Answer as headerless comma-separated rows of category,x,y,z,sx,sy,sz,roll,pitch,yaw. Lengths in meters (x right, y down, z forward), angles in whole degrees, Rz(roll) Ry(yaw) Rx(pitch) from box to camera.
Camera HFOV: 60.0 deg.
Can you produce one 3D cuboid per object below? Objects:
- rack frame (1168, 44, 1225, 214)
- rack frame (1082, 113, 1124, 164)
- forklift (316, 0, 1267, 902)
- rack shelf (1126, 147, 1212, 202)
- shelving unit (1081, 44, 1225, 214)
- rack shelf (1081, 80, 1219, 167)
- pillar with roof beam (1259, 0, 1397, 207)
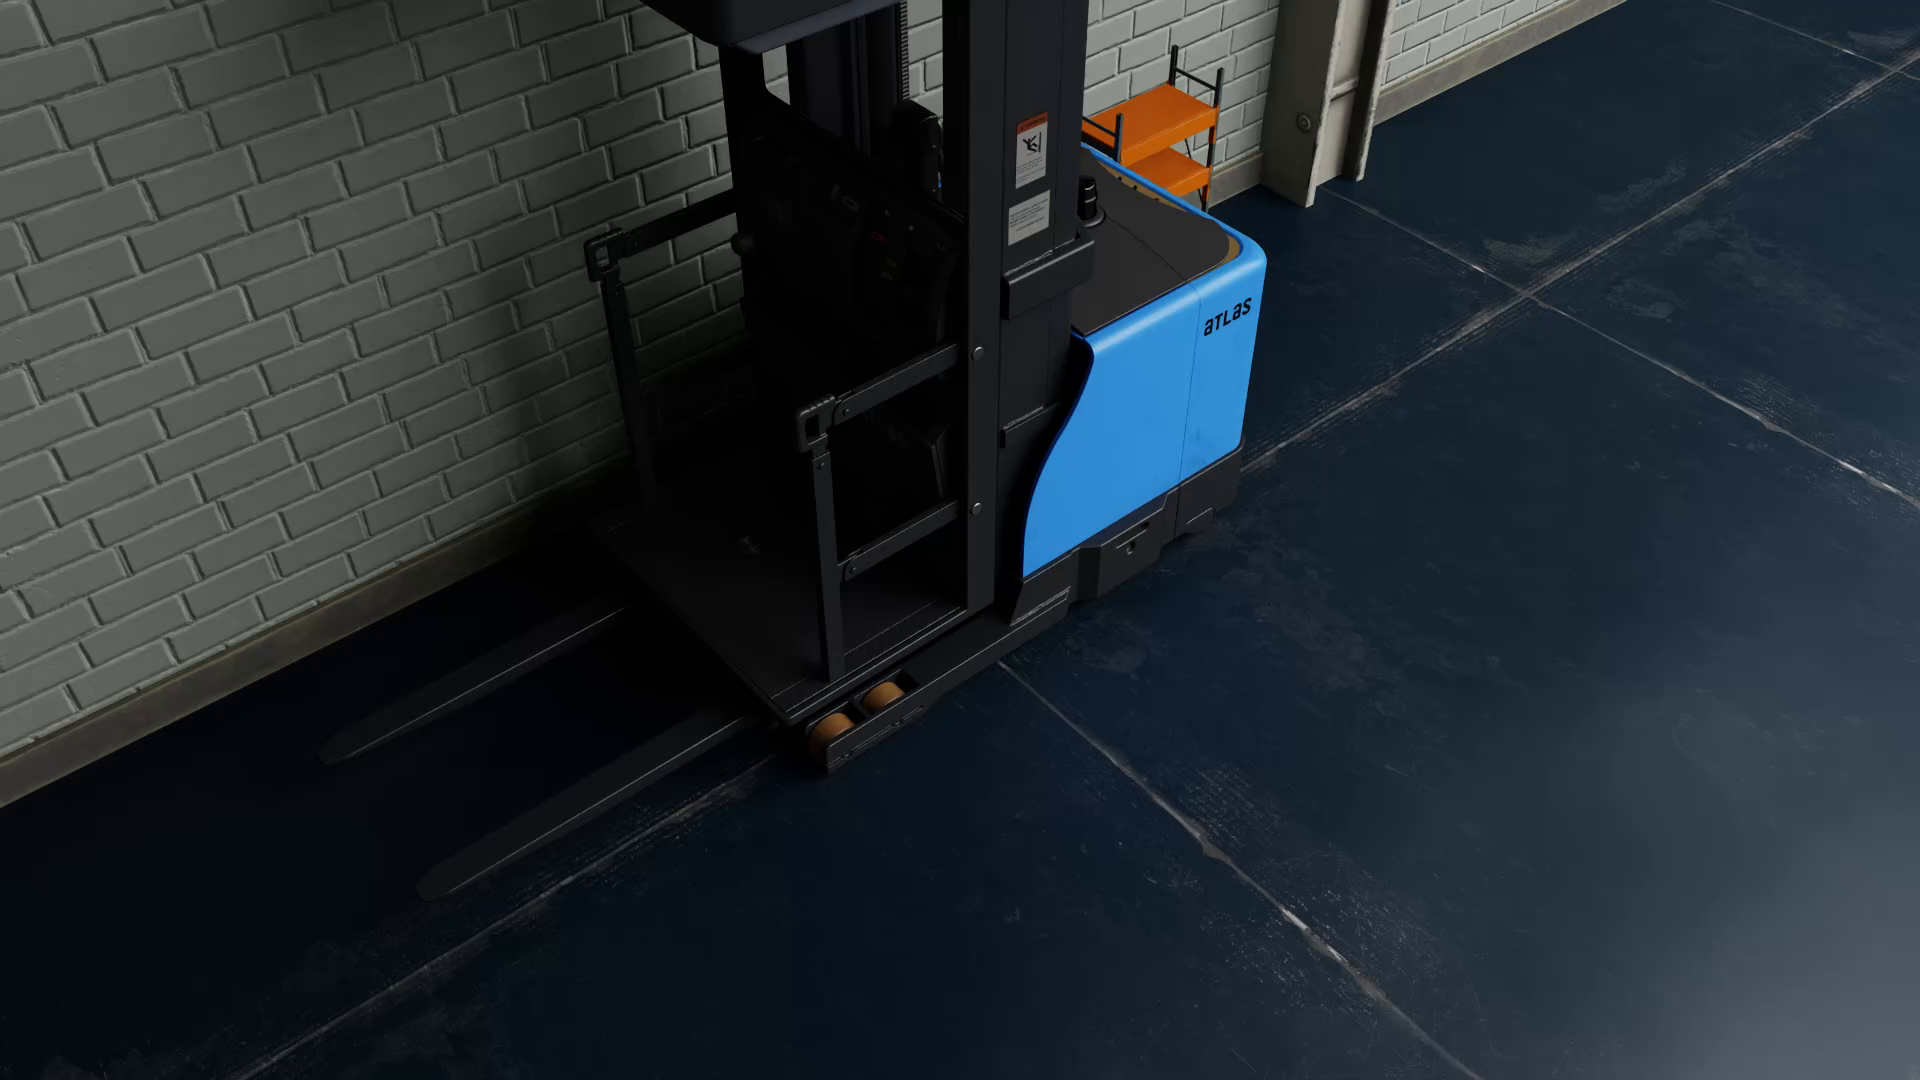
rack frame,0.828,-1.243,6.197,0.015,1.200,0.240,-30,51,-28
rack frame,0.458,-1.026,5.966,0.015,1.200,0.240,-30,51,-28
forklift,-0.481,-0.790,4.450,3.031,2.935,1.130,-30,51,-28
rack shelf,0.643,-1.248,5.974,0.480,0.148,0.258,-30,51,-28
shelving unit,0.643,-1.134,6.081,0.503,1.200,0.258,-30,51,-28
rack shelf,0.643,-1.421,5.812,0.480,0.148,0.258,-30,51,-28
pillar with roof beam,4.332,-2.646,1.994,0.400,9.000,9.100,-30,51,-28
